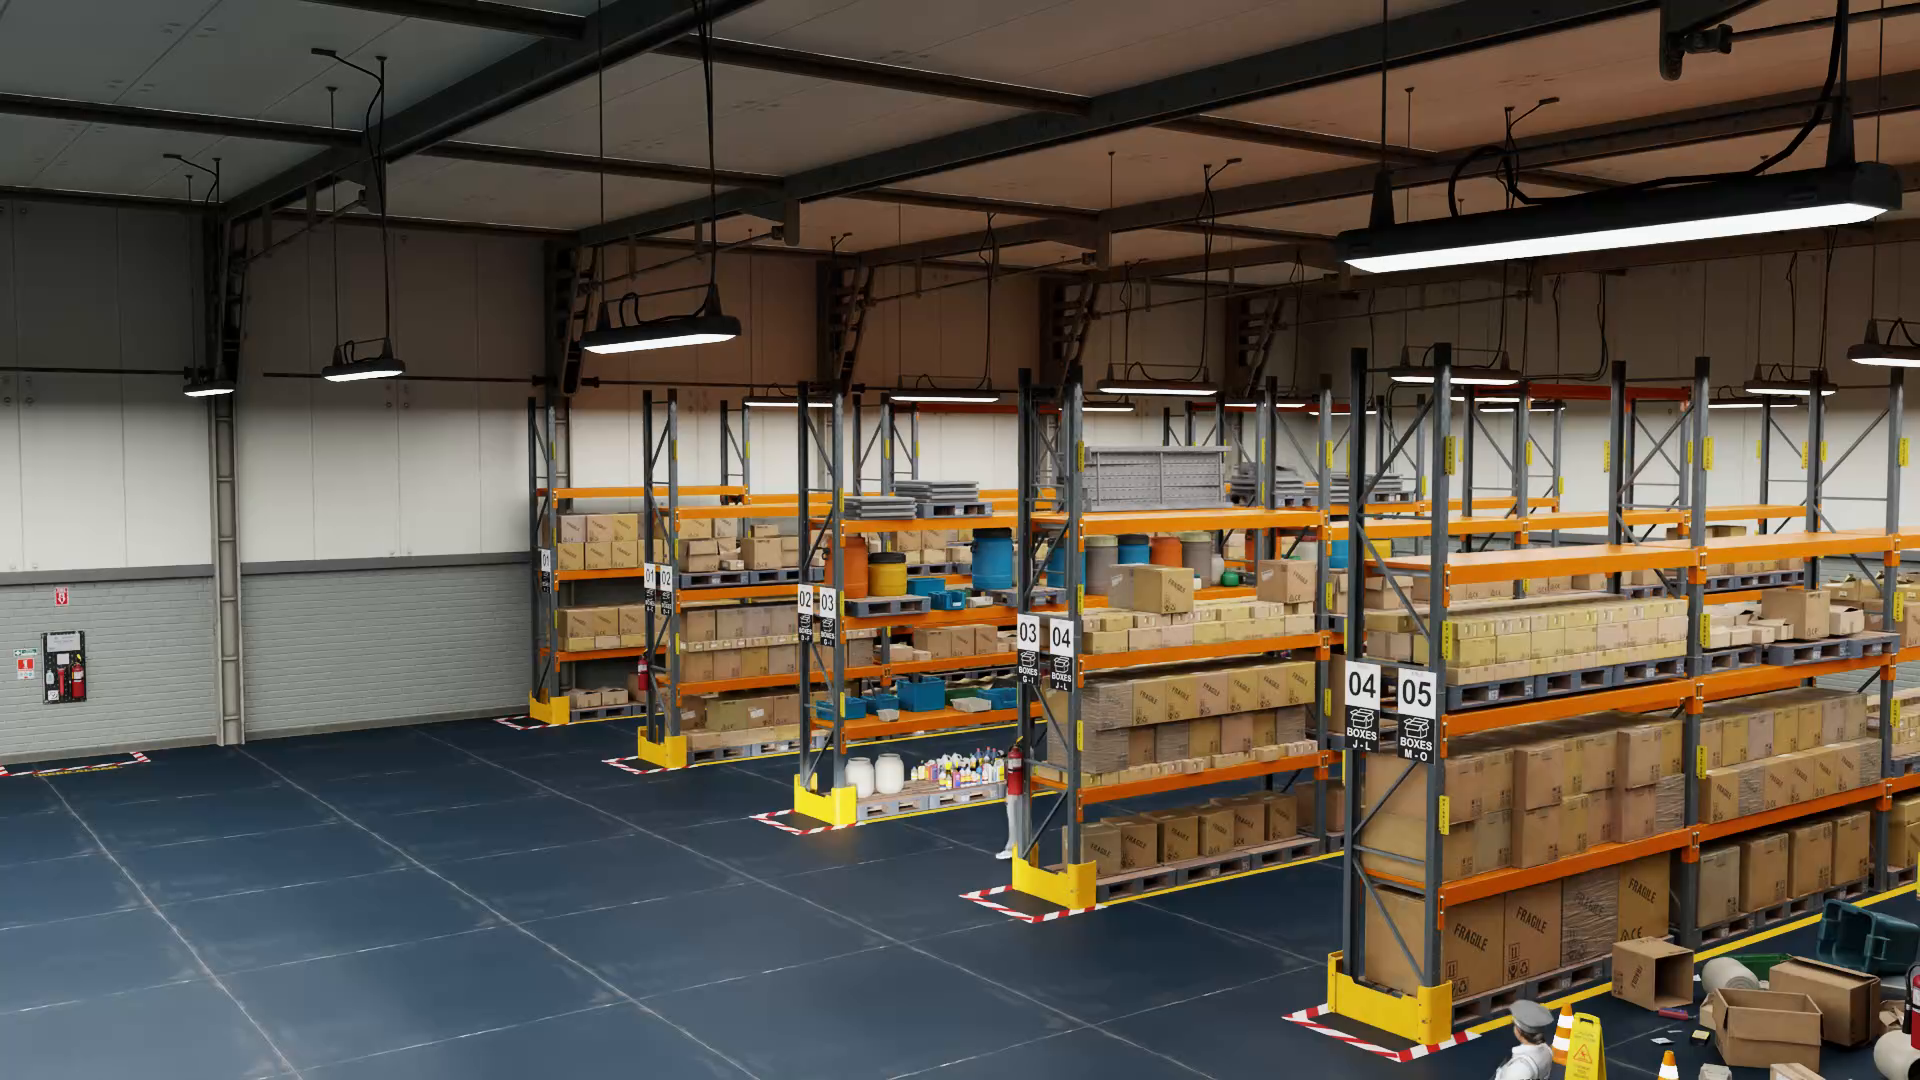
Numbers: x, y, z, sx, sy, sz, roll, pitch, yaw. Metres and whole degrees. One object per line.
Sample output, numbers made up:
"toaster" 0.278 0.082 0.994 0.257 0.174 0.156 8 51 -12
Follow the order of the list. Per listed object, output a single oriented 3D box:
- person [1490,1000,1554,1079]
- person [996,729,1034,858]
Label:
"person" 3.438 3.709 10.455 0.569 1.666 0.546 2 4 25
"person" 0.706 3.143 20.710 0.348 1.609 0.458 2 4 35
